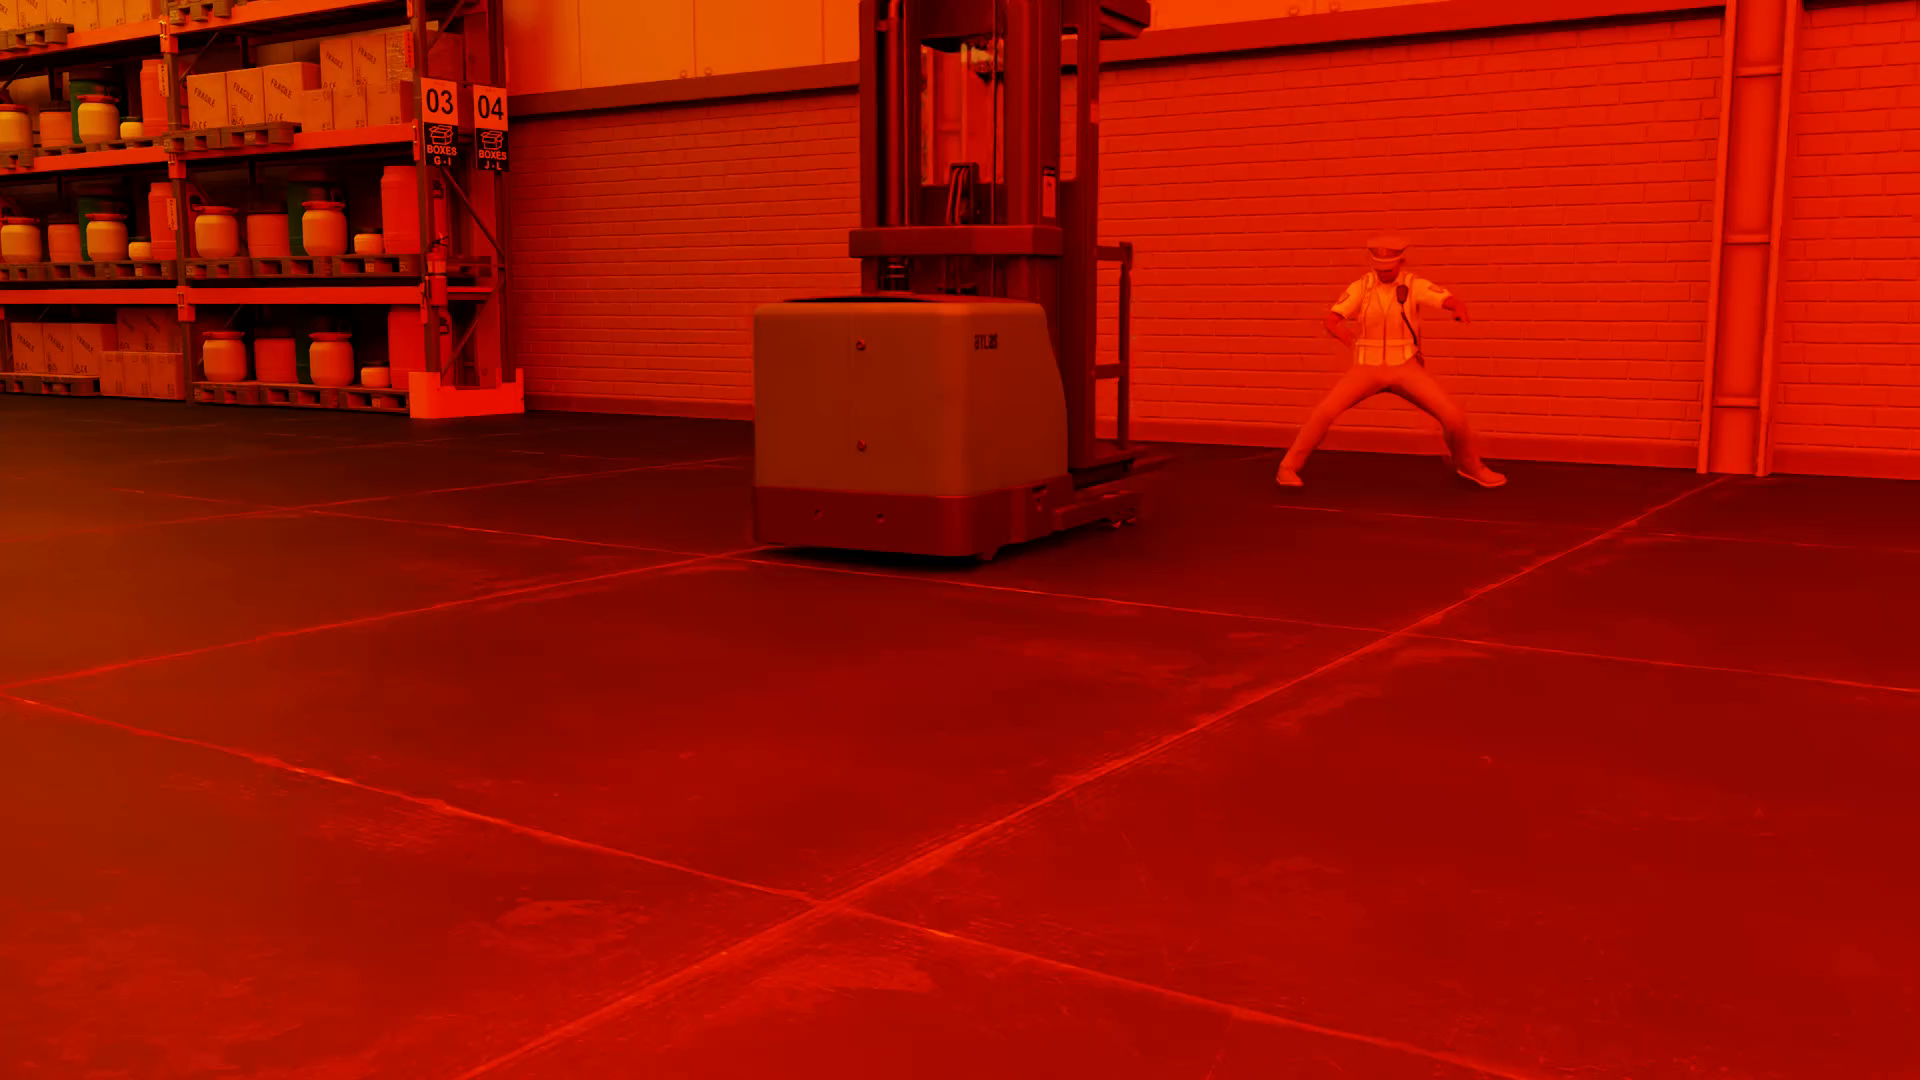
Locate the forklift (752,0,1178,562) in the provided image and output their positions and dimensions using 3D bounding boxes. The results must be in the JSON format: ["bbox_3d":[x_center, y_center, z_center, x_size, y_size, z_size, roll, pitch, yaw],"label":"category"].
[{"bbox_3d":[0.236,-1.532,7.964,1.130,2.935,3.031,4,9,27],"label":"forklift"}]

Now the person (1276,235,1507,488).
[{"bbox_3d":[2.458,-1.005,9.414,1.256,1.433,0.676,3,9,21],"label":"person"}]
